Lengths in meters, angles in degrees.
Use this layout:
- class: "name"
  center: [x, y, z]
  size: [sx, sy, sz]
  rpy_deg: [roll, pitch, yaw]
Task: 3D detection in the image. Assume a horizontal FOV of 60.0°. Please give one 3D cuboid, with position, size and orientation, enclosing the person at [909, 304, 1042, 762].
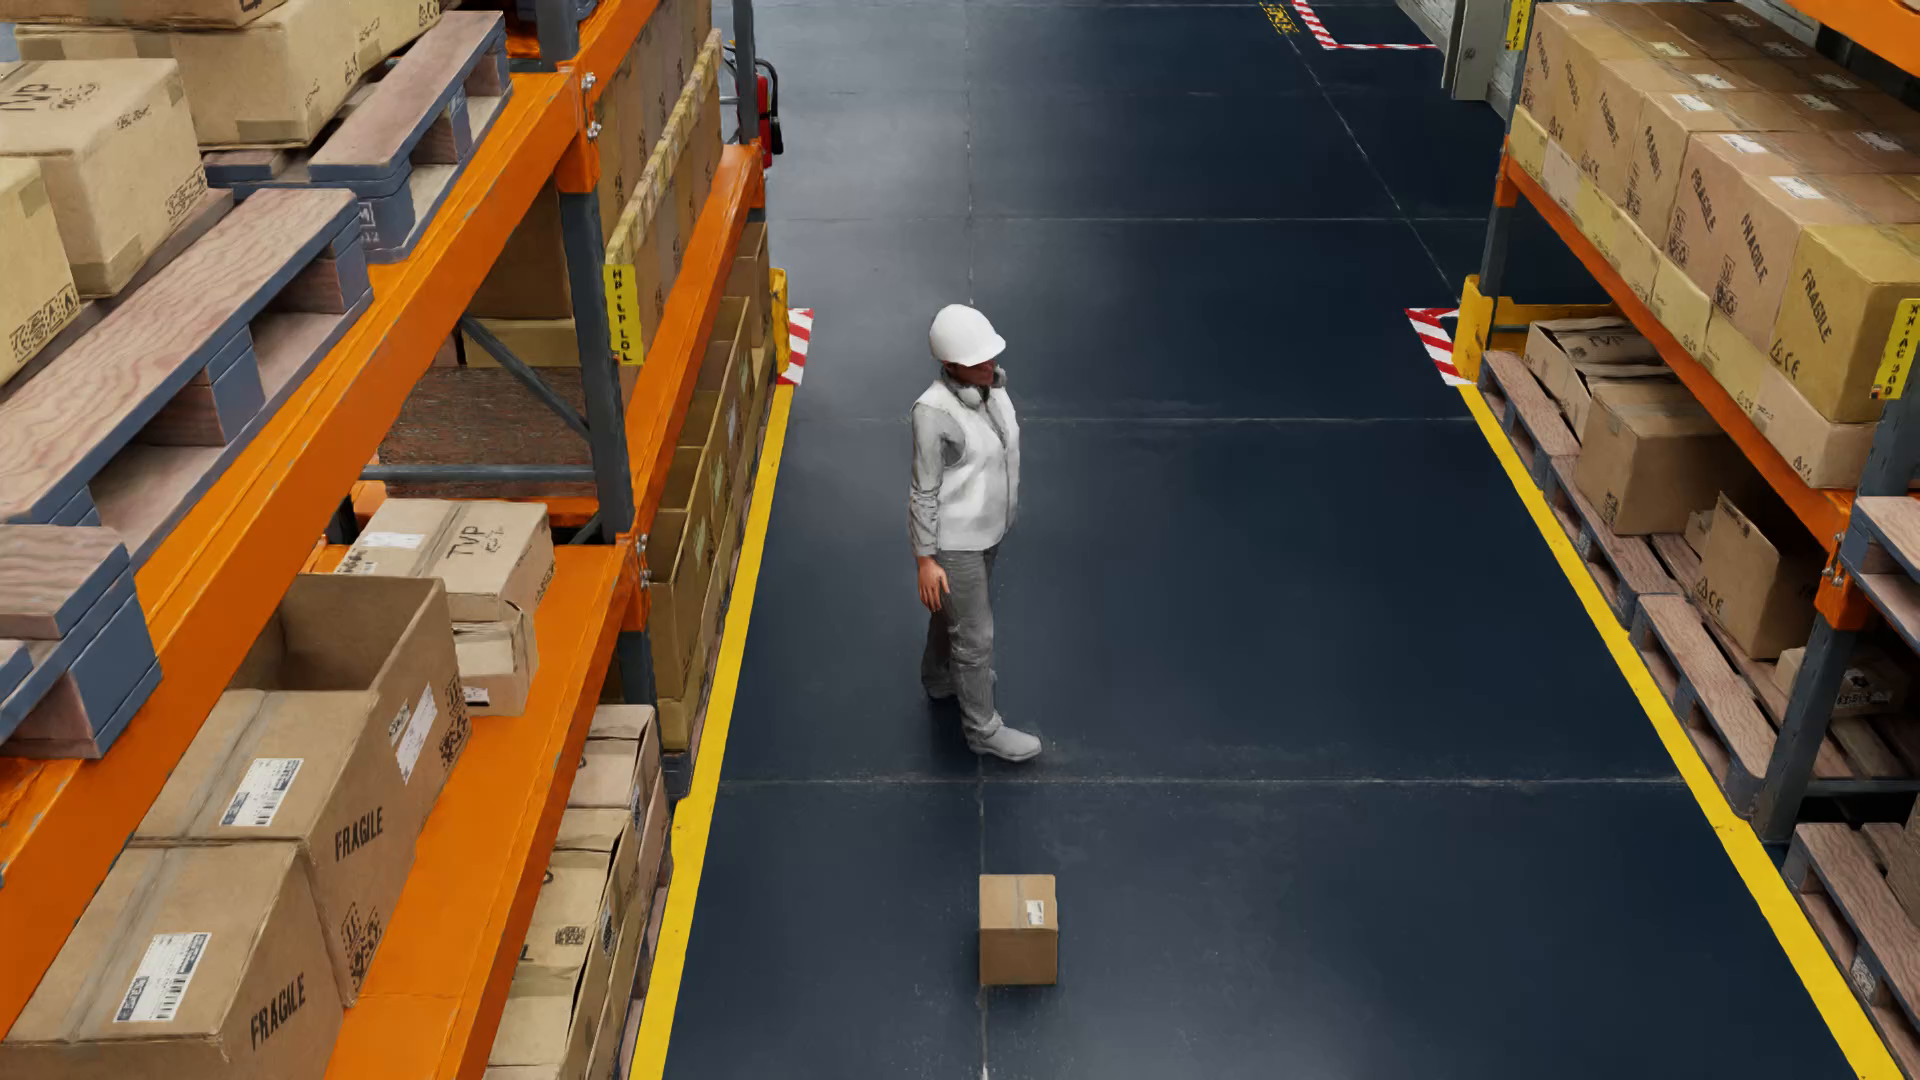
- class: "person"
  center: [0.075, -0.018, 6.099]
  size: [0.611, 1.768, 0.715]
  rpy_deg: [13, 34, 20]
